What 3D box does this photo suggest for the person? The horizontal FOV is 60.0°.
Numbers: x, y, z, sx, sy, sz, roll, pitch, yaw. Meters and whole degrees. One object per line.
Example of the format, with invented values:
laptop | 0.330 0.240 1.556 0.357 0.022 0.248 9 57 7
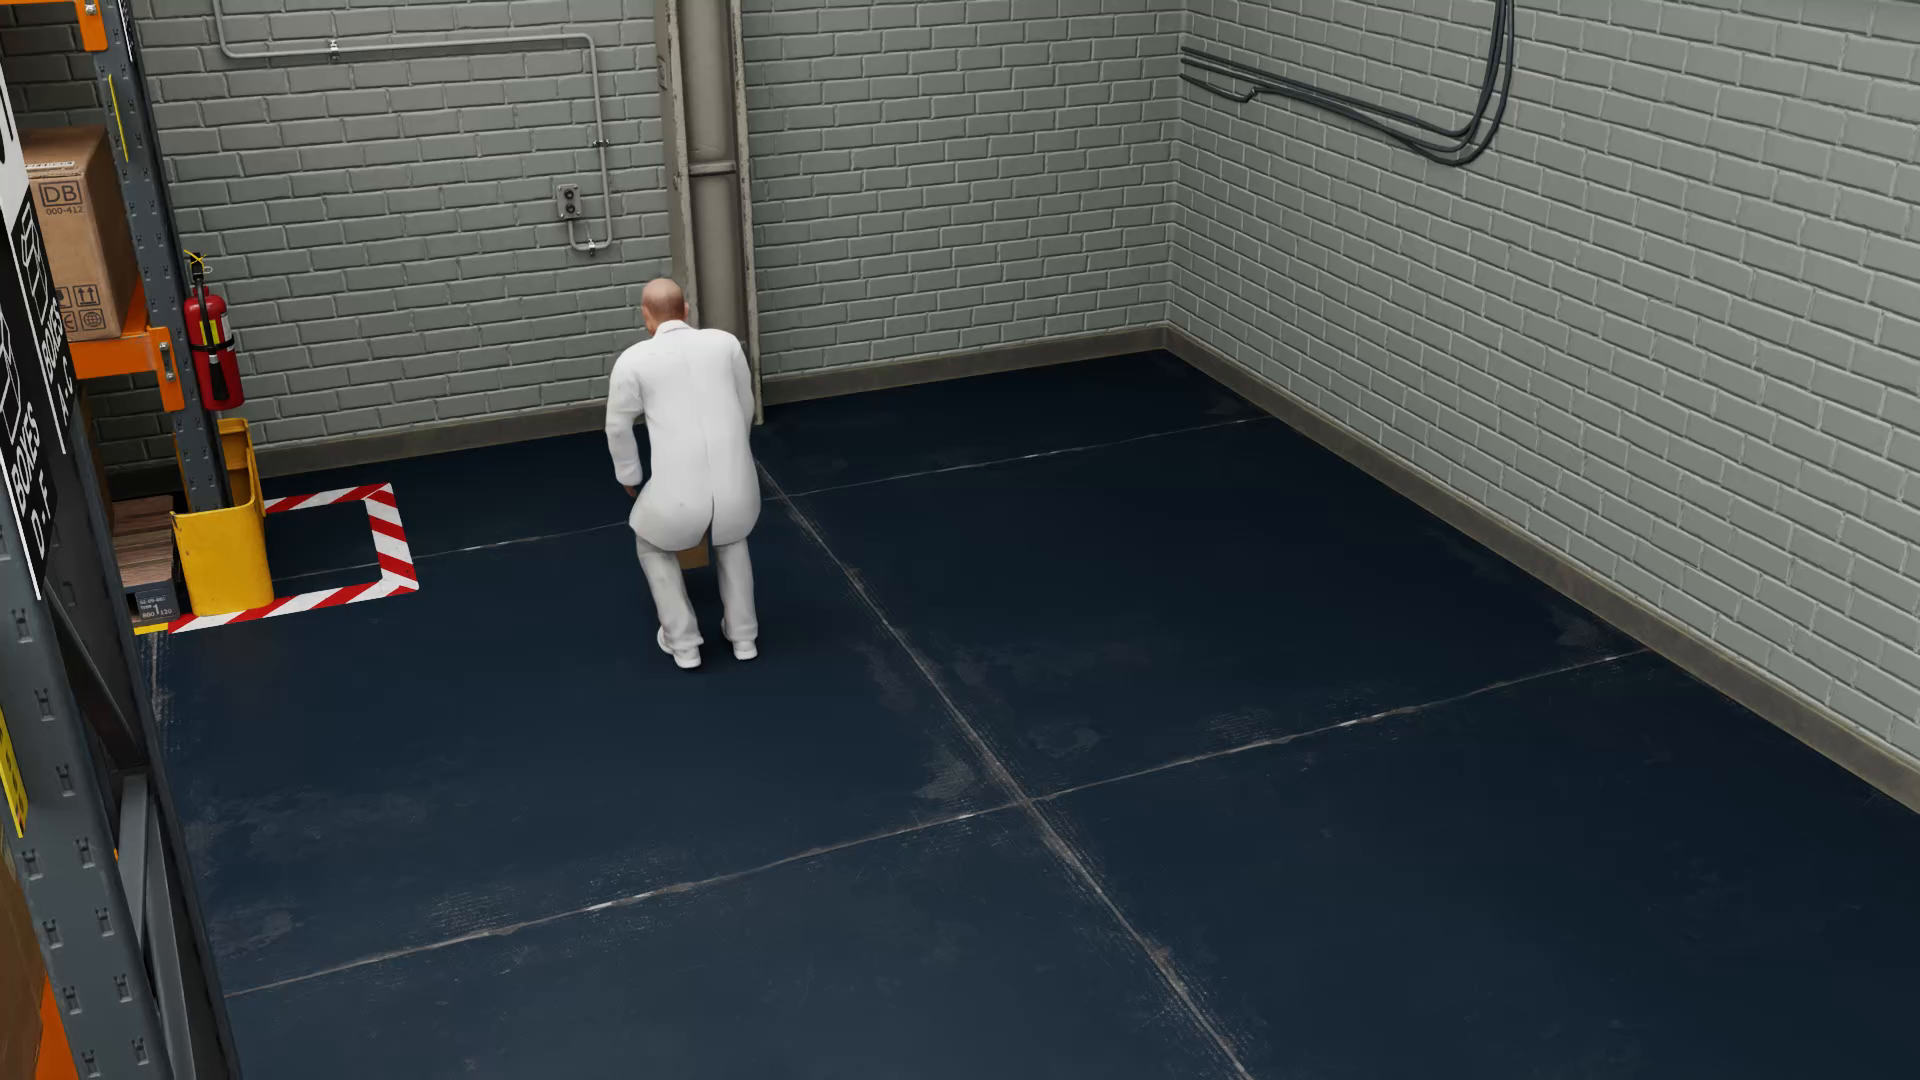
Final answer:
person | -1.121 -0.251 6.856 0.620 1.612 0.564 -10 27 -20
